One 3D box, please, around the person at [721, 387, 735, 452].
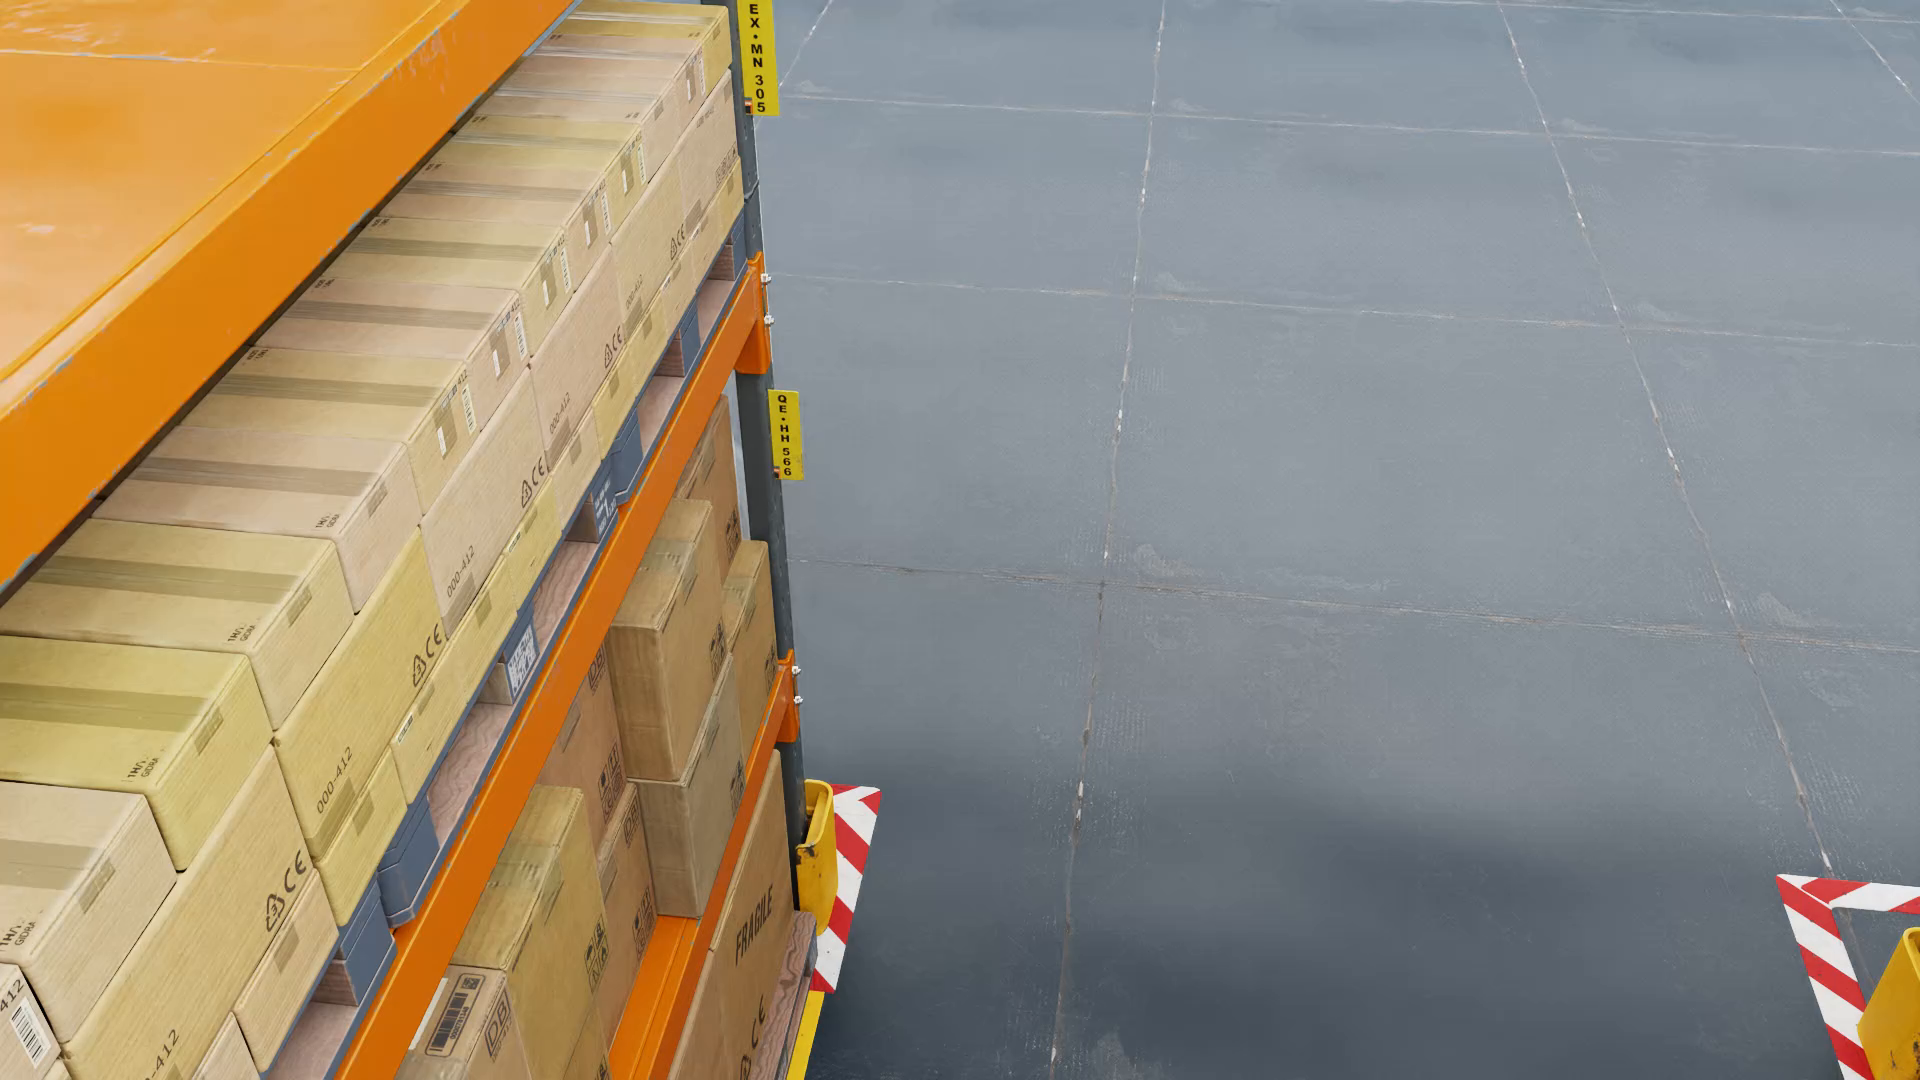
[{"bbox_3d":[-1.245,-0.321,7.454,0.563,1.686,0.459,5,37,7],"label":"person"}]
